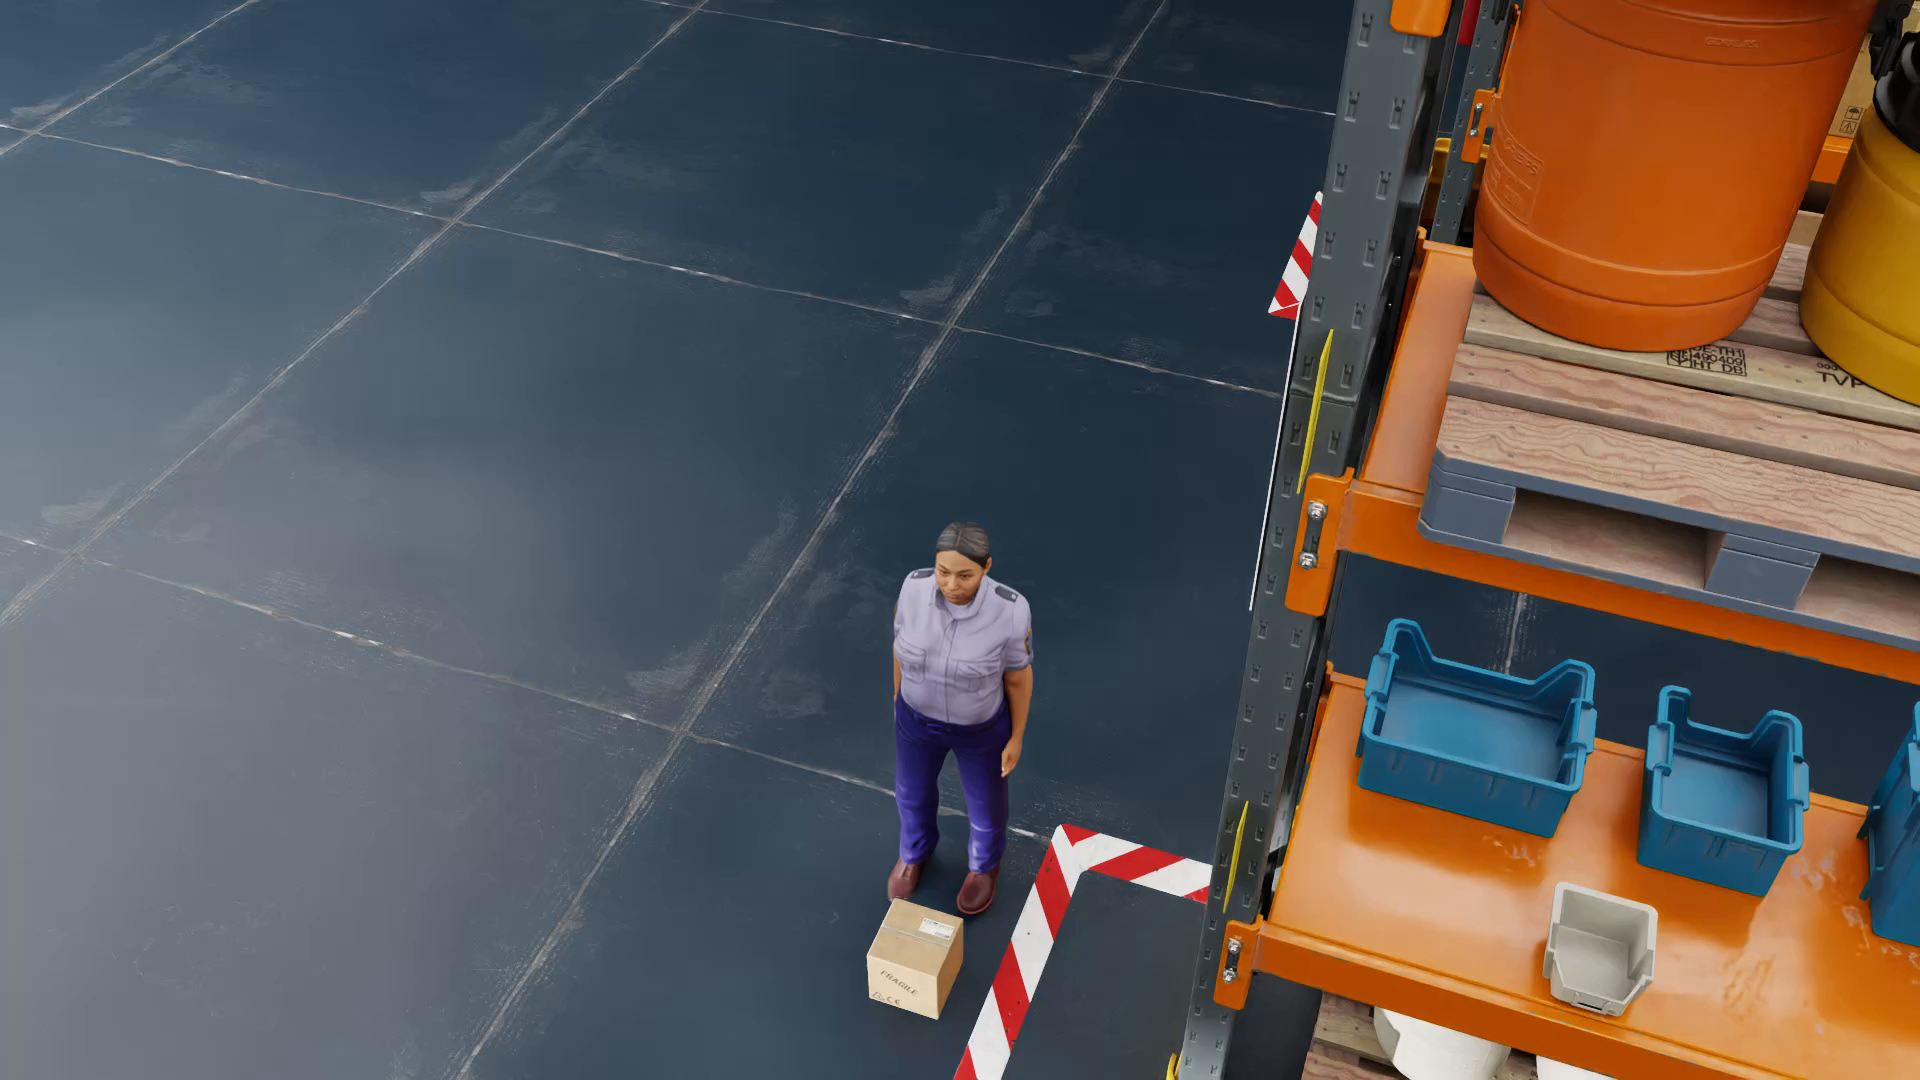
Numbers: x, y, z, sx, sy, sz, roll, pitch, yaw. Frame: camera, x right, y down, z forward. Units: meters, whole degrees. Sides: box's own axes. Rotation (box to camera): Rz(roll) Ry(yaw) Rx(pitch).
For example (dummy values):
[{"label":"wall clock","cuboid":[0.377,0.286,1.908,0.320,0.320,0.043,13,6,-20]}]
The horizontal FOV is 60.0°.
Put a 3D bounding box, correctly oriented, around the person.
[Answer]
[{"label":"person","cuboid":[-0.009,0.626,5.503,0.478,1.670,0.379,12,43,13]}]
